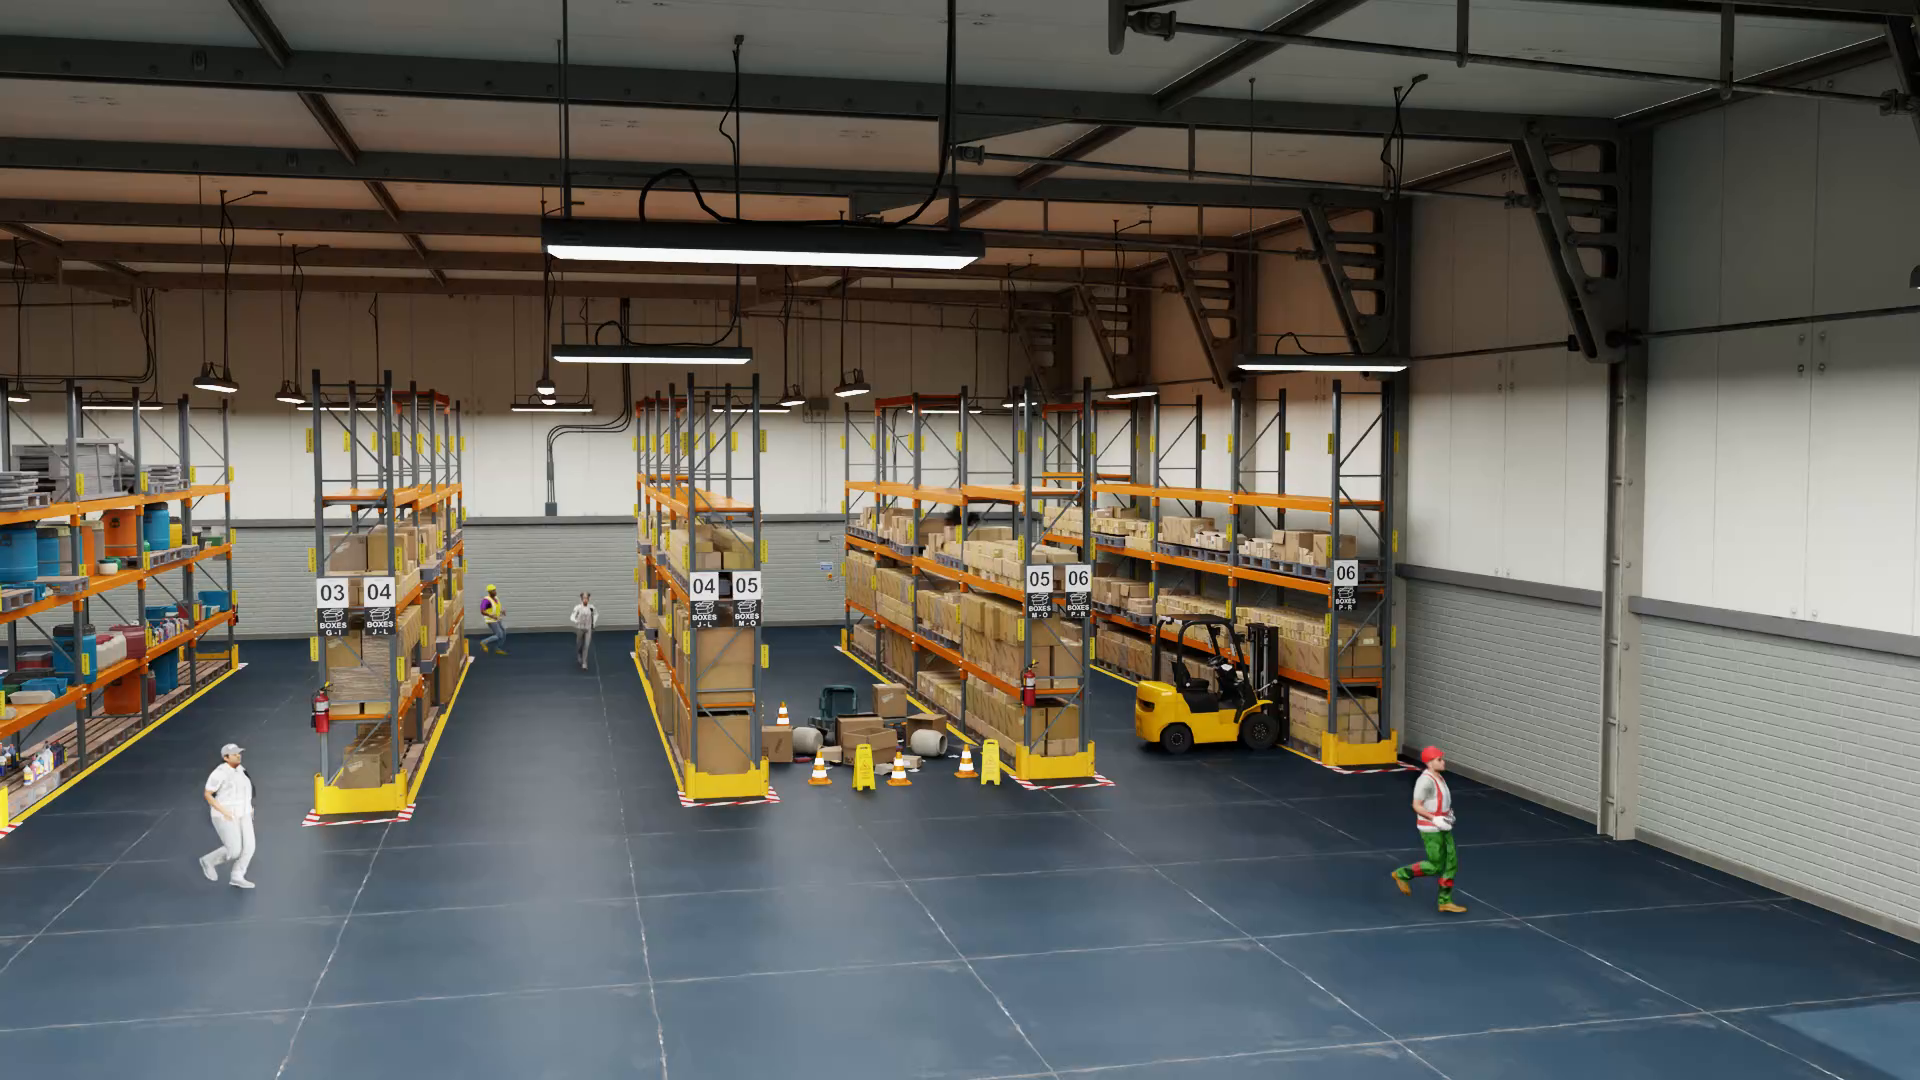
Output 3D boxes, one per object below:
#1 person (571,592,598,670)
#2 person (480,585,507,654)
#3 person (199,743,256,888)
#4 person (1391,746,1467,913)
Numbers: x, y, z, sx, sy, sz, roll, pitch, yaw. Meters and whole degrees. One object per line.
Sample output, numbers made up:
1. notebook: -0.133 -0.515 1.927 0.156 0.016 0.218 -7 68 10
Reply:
1. person: -8.397 2.006 37.230 0.622 1.695 0.930 -1 3 -17
2. person: -11.099 1.893 39.425 0.568 1.686 0.709 0 3 7
3. person: -8.274 3.112 18.791 0.597 1.638 0.614 1 3 17
4. person: 5.052 3.089 17.830 0.806 1.757 0.658 2 4 34
